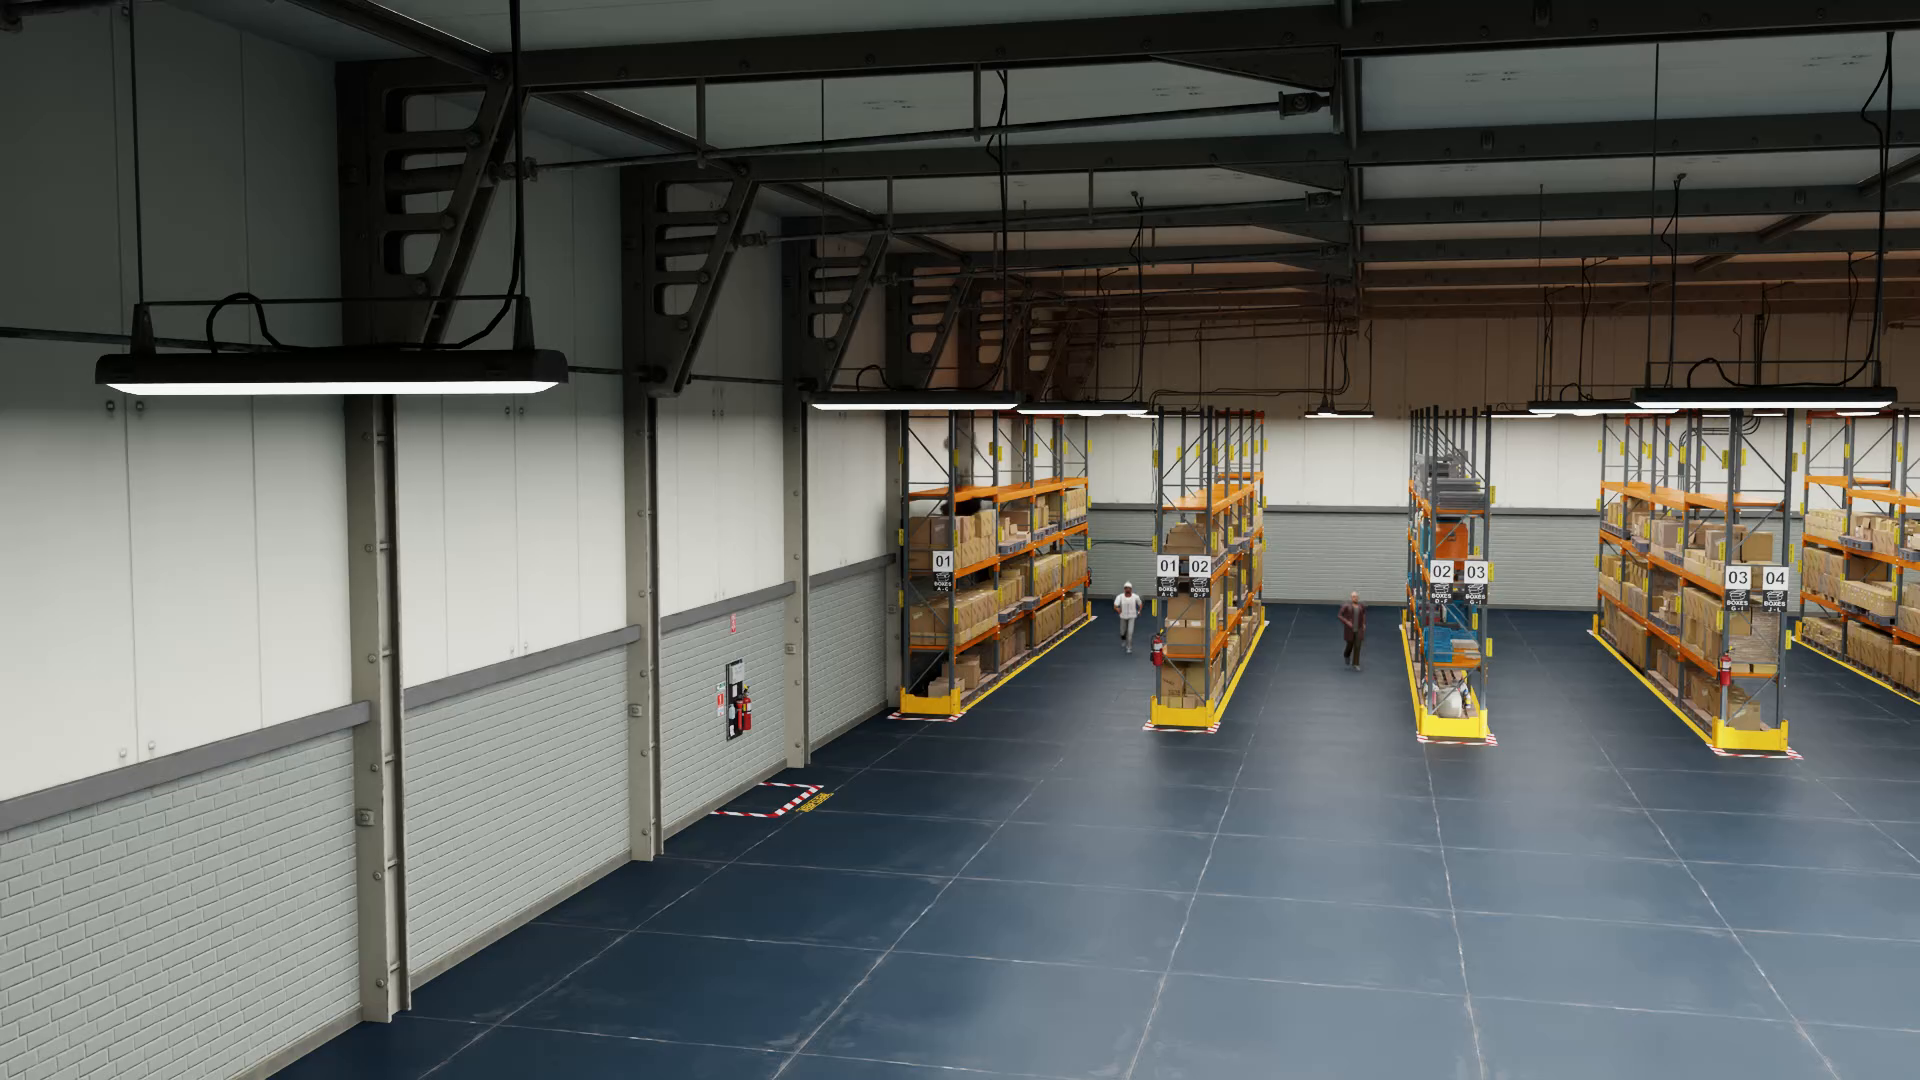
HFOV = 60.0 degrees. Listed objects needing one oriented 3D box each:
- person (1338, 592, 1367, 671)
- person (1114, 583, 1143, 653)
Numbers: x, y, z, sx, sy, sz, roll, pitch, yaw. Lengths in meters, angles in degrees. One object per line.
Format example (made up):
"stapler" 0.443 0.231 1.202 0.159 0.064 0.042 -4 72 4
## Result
"person" 9.068 2.090 38.379 0.713 1.776 0.954 0 4 0
"person" 4.156 1.915 41.077 0.714 1.733 0.791 0 4 7
